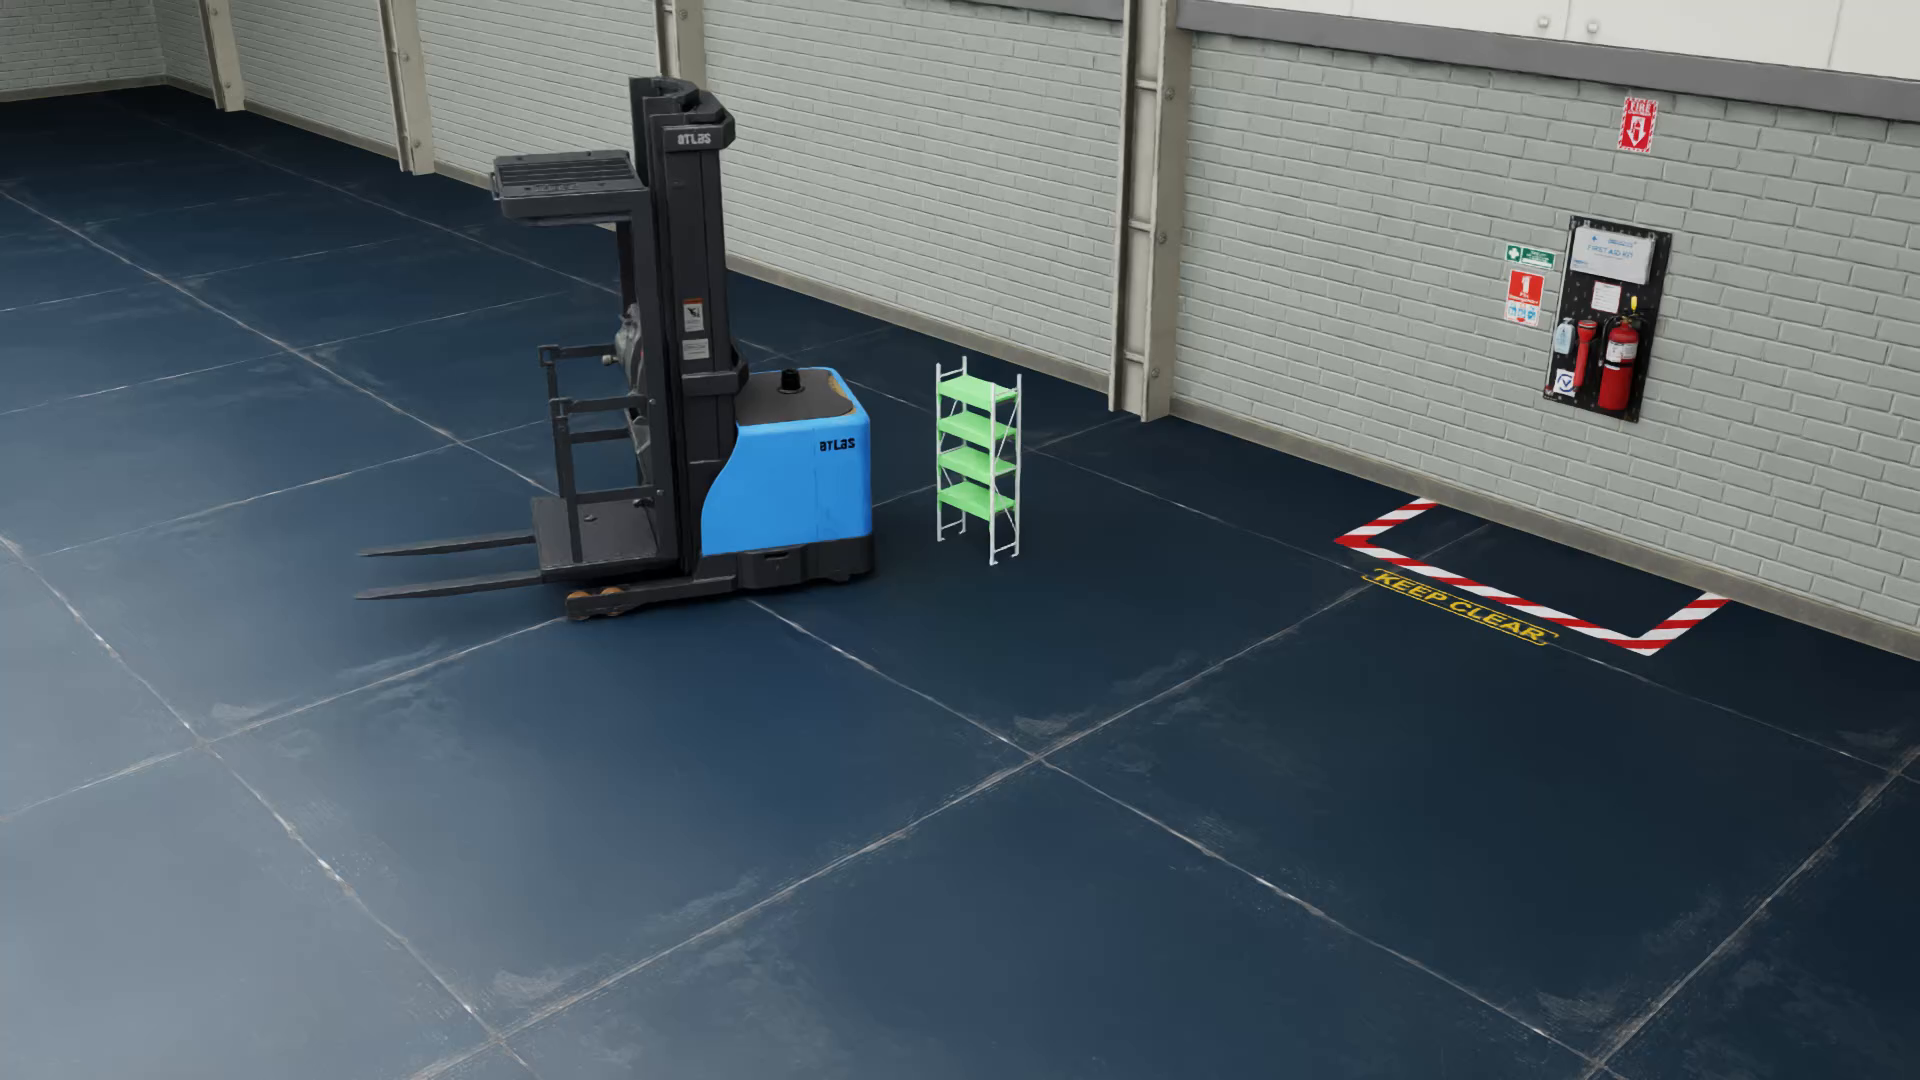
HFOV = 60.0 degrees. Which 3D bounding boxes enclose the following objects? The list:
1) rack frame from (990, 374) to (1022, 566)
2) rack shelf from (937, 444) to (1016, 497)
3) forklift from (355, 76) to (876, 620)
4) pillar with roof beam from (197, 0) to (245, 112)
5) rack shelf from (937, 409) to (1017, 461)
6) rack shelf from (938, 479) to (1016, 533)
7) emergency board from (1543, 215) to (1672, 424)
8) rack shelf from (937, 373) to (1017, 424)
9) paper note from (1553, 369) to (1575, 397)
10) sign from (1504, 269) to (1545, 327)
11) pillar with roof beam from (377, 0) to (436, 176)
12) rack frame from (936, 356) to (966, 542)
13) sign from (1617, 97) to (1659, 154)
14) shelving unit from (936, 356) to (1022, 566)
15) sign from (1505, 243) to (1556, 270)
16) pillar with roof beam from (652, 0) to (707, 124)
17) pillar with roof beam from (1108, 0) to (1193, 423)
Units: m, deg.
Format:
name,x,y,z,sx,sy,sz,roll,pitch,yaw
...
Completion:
name,x,y,z,sx,sy,sz,roll,pitch,yaw
rack frame,0.280,-0.422,10.229,0.240,1.200,0.015,-21,32,-38
rack shelf,0.113,-0.438,10.418,0.258,0.148,0.480,-21,32,-38
forklift,-2.095,-1.109,9.649,3.031,2.935,1.130,-7,25,-15
pillar with roof beam,-14.047,-9.326,20.350,9.100,9.000,0.400,-21,32,-38
rack shelf,0.113,-0.656,10.318,0.258,0.148,0.480,-21,32,-38
rack shelf,0.113,-0.219,10.517,0.258,0.148,0.480,-21,32,-38
emergency board,3.838,-1.306,9.998,0.194,1.169,0.643,-21,32,-38
rack shelf,0.113,-0.874,10.218,0.258,0.148,0.480,-21,32,-38
paper note,3.768,-0.978,10.341,0.016,0.148,0.142,-21,32,-38
sign,3.536,-1.519,10.422,0.001,0.329,0.234,-21,32,-38
pillar with roof beam,-9.946,-7.508,16.365,9.100,9.000,0.400,-21,32,-38
rack frame,-0.054,-0.570,10.553,0.240,1.200,0.015,-21,32,-38
sign,3.905,-2.391,9.584,0.001,0.298,0.199,-21,32,-38
shelving unit,0.113,-0.496,10.391,0.258,1.200,0.503,-21,32,-38
sign,3.532,-1.756,10.303,0.001,0.109,0.331,-21,32,-38
pillar with roof beam,-5.845,-5.690,12.380,9.100,9.000,0.400,-21,32,-38
pillar with roof beam,-1.744,-3.872,8.396,9.100,9.000,0.400,-21,32,-38
